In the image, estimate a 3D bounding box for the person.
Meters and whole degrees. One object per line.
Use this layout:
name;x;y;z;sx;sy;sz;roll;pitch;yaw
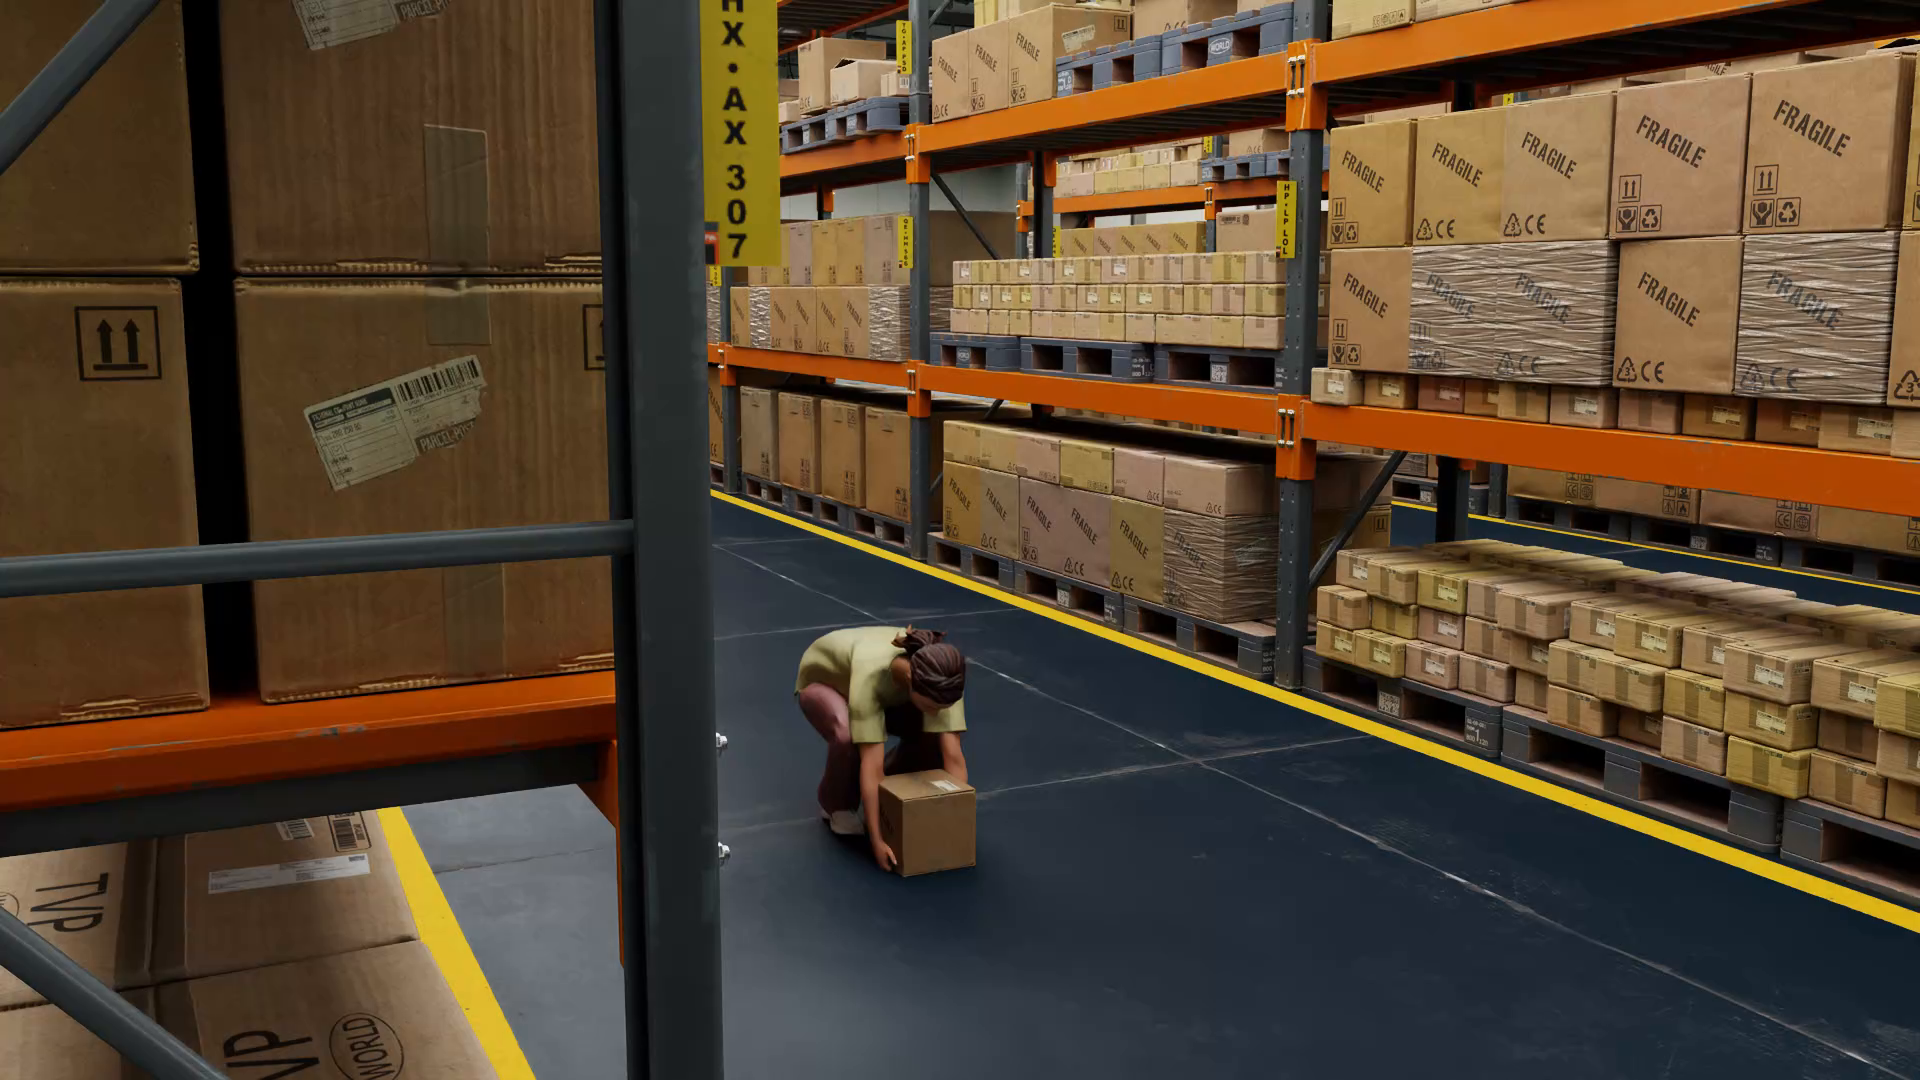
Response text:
person;-0.240;0.619;5.478;0.455;0.770;0.856;-4;10;-27
